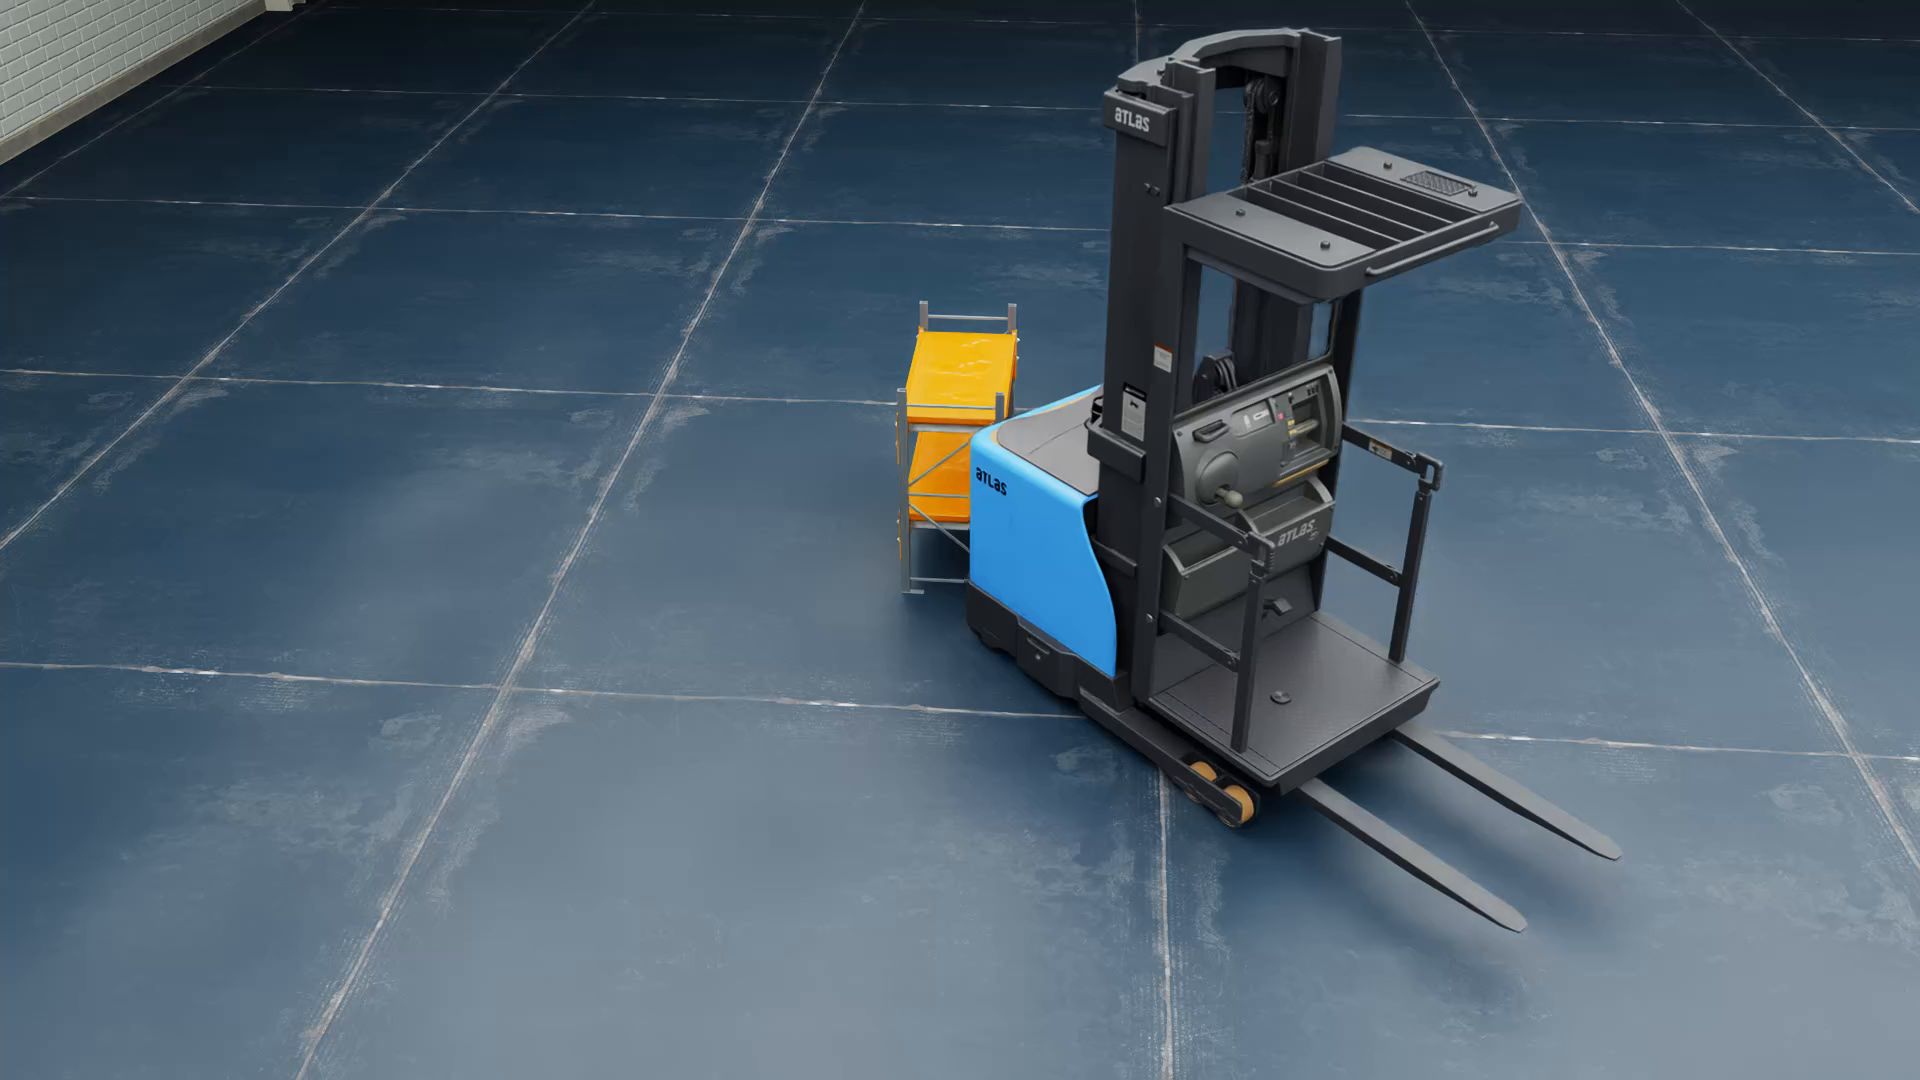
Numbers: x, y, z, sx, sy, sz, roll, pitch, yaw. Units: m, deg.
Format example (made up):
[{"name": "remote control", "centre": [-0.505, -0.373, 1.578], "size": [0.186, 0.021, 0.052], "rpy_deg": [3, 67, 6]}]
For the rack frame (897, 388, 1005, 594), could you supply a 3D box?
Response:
[{"name": "rack frame", "centre": [-0.042, -0.210, 8.018], "size": [0.500, 1.125, 0.032], "rpy_deg": [2, 32, 4]}]

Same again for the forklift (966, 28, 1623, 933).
[{"name": "forklift", "centre": [1.340, -0.368, 6.553], "size": [1.130, 2.935, 3.031], "rpy_deg": [-23, 38, -32]}]

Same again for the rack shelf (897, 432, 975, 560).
[{"name": "rack shelf", "centre": [-0.001, -0.267, 8.577], "size": [0.538, 0.278, 1.000], "rpy_deg": [2, 32, 4]}]

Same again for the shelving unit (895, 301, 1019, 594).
[{"name": "shelving unit", "centre": [-0.001, -0.475, 8.449], "size": [0.538, 1.125, 1.048], "rpy_deg": [2, 32, 4]}]

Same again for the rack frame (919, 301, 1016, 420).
[{"name": "rack frame", "centre": [0.041, -0.741, 8.880], "size": [0.500, 1.125, 0.032], "rpy_deg": [2, 32, 4]}]

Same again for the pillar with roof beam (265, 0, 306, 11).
[{"name": "pillar with roof beam", "centre": [-3.125, -9.511, 15.606], "size": [9.100, 9.000, 0.400], "rpy_deg": [2, 32, 4]}]

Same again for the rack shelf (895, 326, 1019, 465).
[{"name": "rack shelf", "centre": [-0.001, -0.725, 8.296], "size": [0.538, 0.278, 1.000], "rpy_deg": [2, 32, 4]}]
